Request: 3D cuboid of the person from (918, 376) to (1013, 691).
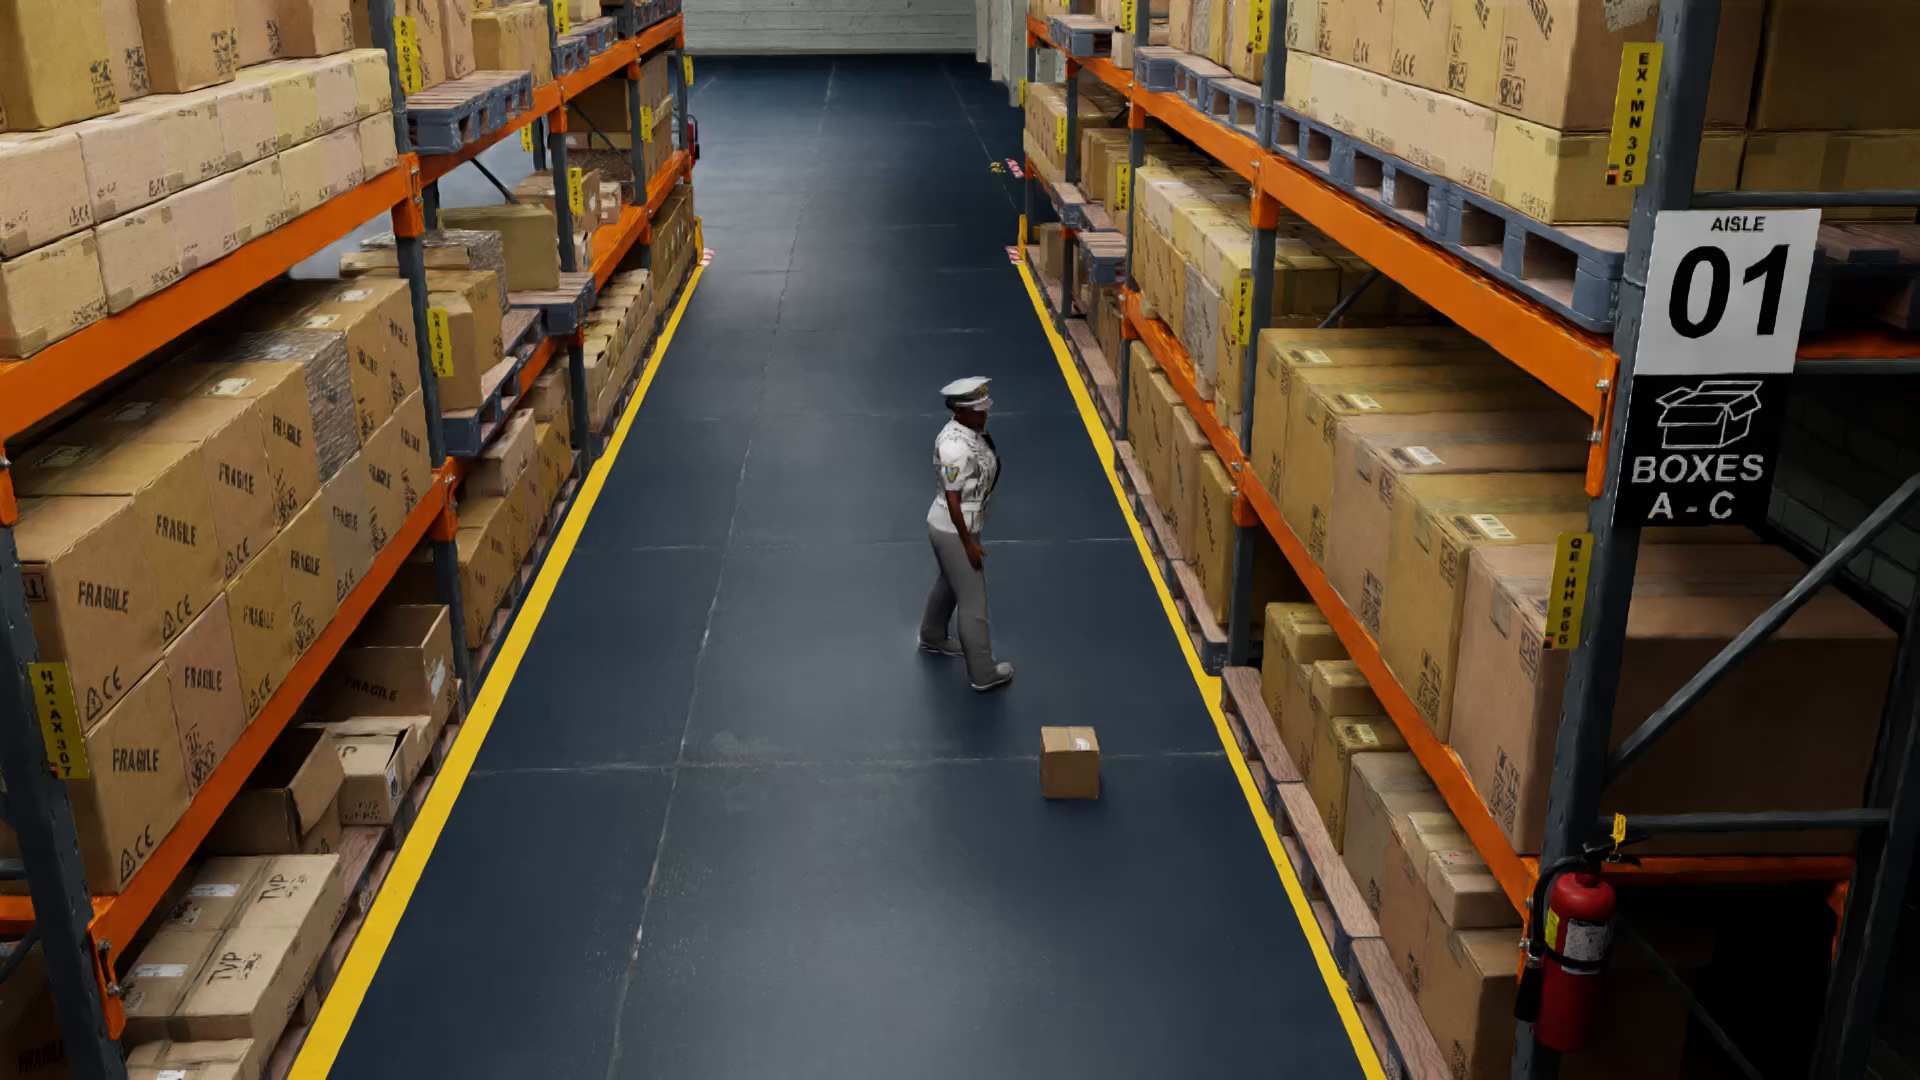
[{"bbox_3d":[0.016,-0.065,8.768,0.565,1.666,0.589,3,21,8],"label":"person"}]
